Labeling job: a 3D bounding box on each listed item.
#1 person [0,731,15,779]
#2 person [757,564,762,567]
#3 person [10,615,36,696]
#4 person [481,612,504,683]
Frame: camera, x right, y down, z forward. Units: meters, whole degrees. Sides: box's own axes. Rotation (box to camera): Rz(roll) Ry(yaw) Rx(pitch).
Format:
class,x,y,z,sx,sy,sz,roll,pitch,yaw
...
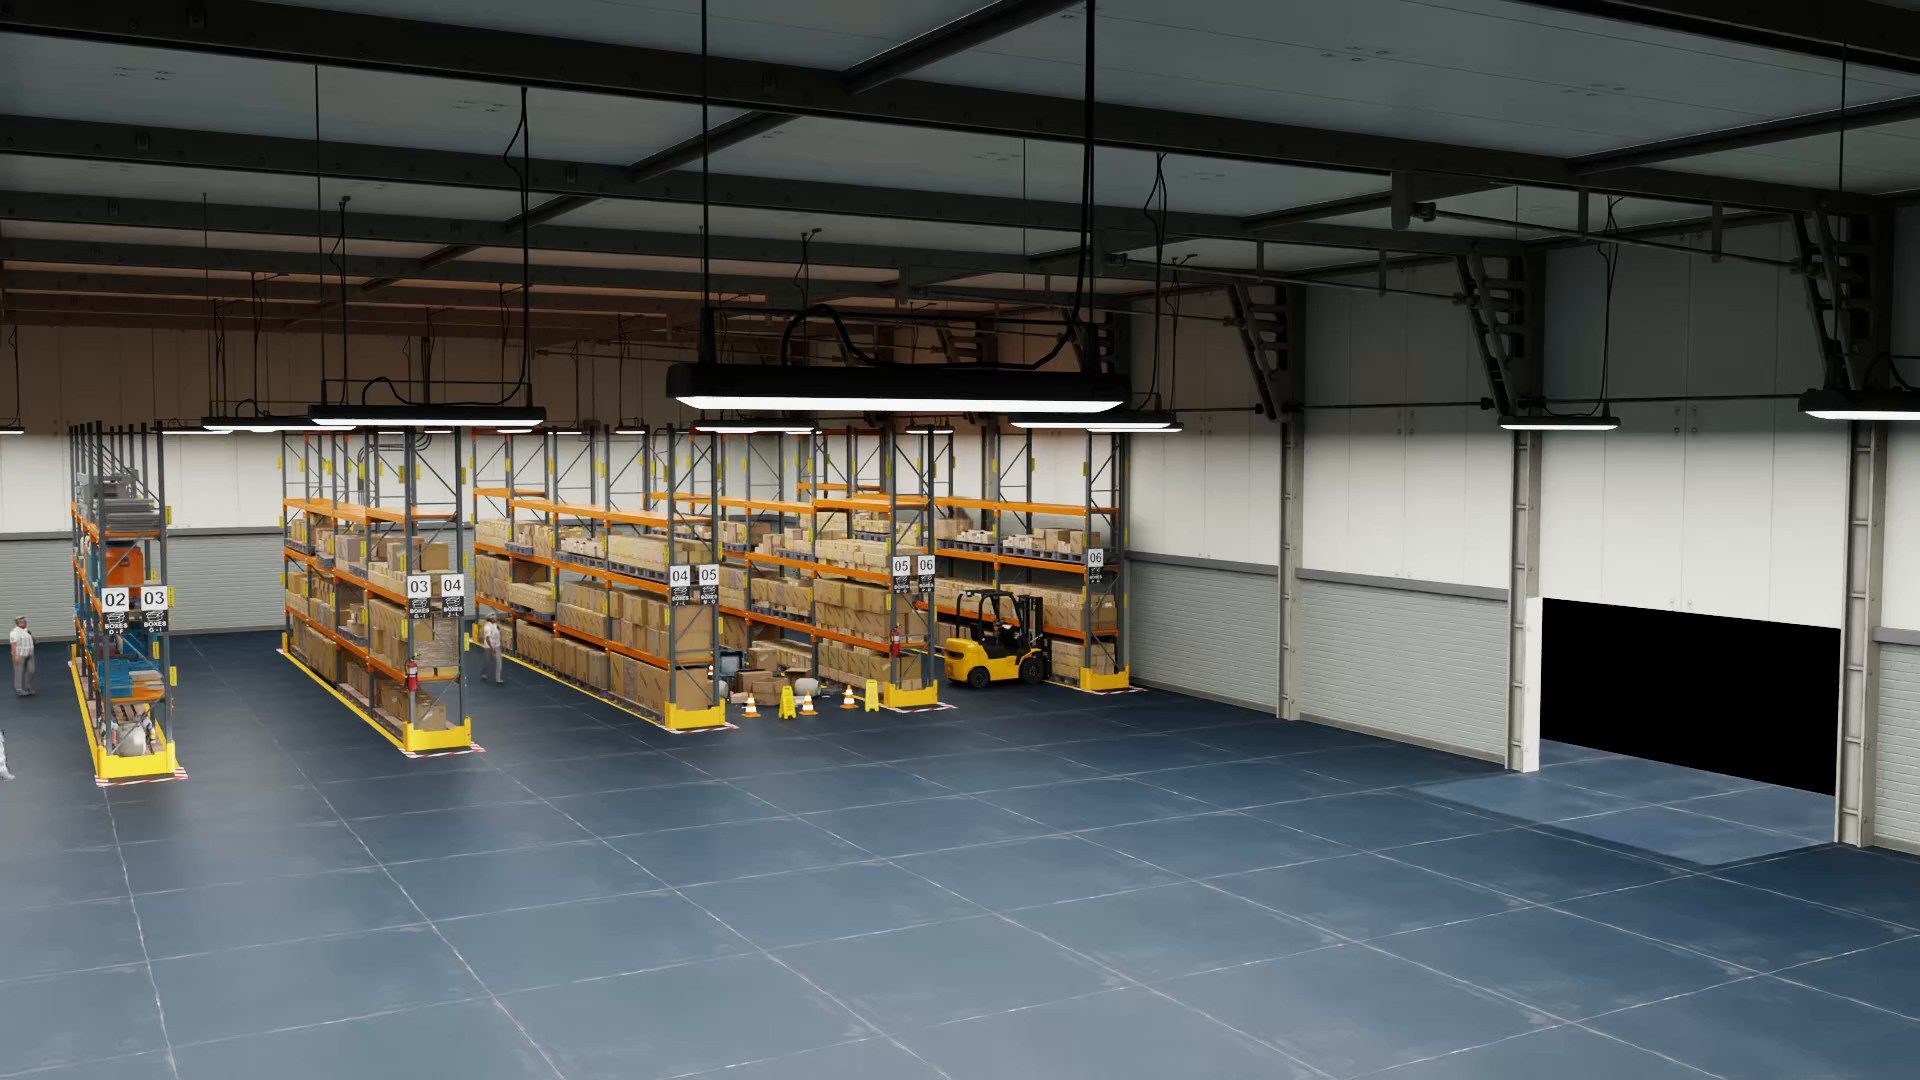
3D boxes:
class,x,y,z,sx,sy,sz,roll,pitch,yaw
person,-16.251,3.099,27.715,0.888,1.762,0.495,2,4,31
person,-6.376,1.623,52.764,0.516,1.704,0.354,0,4,1
person,-20.833,2.576,36.972,0.437,1.810,0.601,1,4,21
person,-10.924,2.497,38.846,0.421,1.647,0.920,-2,4,-34
